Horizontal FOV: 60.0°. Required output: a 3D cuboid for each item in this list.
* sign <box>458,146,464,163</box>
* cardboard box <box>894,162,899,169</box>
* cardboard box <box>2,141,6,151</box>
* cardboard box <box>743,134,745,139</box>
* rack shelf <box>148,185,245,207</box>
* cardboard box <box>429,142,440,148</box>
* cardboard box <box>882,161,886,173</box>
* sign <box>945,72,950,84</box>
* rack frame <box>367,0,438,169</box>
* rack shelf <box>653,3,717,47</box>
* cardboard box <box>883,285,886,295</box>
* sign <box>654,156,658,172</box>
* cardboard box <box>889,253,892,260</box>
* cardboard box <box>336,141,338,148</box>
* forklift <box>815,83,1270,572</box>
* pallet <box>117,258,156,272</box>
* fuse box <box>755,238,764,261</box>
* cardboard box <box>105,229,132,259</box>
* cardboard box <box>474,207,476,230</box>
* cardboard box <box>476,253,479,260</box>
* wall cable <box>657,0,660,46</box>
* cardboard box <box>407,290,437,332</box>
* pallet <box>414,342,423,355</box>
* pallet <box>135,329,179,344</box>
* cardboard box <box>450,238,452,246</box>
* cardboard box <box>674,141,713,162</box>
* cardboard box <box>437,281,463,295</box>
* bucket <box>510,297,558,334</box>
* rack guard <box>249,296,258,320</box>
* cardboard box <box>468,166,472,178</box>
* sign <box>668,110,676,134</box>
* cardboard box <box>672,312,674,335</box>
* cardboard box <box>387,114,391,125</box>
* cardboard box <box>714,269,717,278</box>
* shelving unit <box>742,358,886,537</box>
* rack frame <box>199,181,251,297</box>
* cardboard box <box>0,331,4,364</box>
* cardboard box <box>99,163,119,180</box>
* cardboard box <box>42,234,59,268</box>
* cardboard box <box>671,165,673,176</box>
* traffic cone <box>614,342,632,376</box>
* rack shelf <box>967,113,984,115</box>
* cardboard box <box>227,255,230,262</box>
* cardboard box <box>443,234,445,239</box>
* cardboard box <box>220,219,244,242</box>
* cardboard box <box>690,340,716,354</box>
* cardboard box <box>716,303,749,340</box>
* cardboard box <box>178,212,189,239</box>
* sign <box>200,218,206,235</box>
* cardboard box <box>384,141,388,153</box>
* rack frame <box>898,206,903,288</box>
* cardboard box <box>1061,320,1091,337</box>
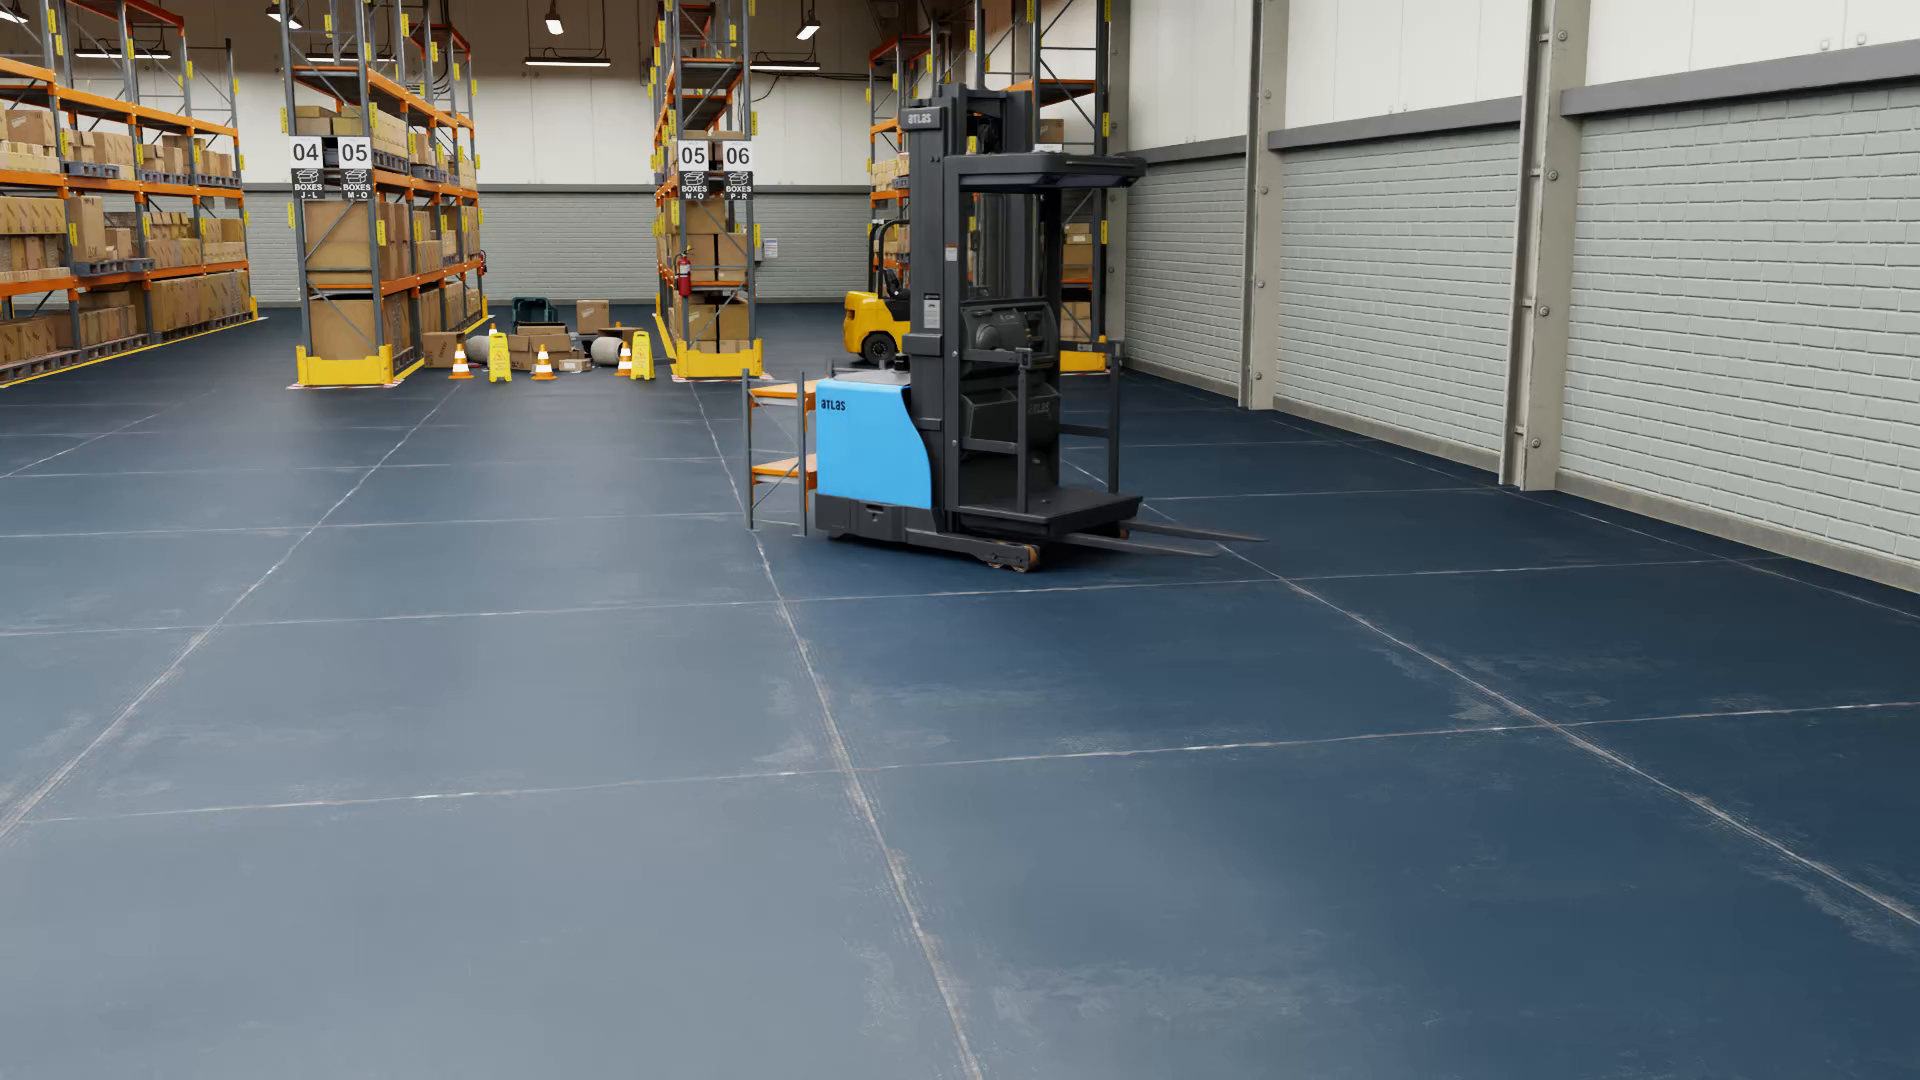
[{"bbox_3d":[-9.973,-7.711,33.230,0.100,0.325,0.005,-2,11,-11],"label":"sign"},{"bbox_3d":[-1.185,-7.830,34.776,0.380,0.149,0.250,-2,11,-9],"label":"cardboard box"},{"bbox_3d":[-13.208,-5.345,22.570,0.380,0.149,0.250,-2,11,-12],"label":"cardboard box"},{"bbox_3d":[-3.245,-5.724,23.764,0.380,0.149,0.250,-2,11,-11],"label":"cardboard box"},{"bbox_3d":[-15.791,-7.094,34.350,1.077,0.370,4.000,-2,11,-11],"label":"rack shelf"},{"bbox_3d":[-9.647,-7.113,30.210,0.396,0.266,0.258,-2,11,-11],"label":"cardboard box"},{"bbox_3d":[-1.450,-8.305,37.055,0.500,0.250,0.500,-2,11,-9],"label":"cardboard box"},{"bbox_3d":[-0.270,-9.654,34.930,0.100,0.325,0.005,-2,11,-11],"label":"sign"},{"bbox_3d":[-9.739,-7.983,29.071,1.000,3.000,0.127,-2,11,-11],"label":"rack frame"},{"bbox_3d":[-5.292,-9.827,31.798,1.077,0.370,4.000,-2,11,-11],"label":"rack shelf"},{"bbox_3d":[-1.437,-5.587,38.091,0.700,0.500,0.500,-2,11,-9],"label":"cardboard box"},{"bbox_3d":[-6.225,-7.714,34.085,0.100,0.325,0.005,-2,11,-11],"label":"sign"},{"bbox_3d":[-1.370,-6.264,36.755,0.380,0.149,0.250,-2,11,-12],"label":"cardboard box"},{"bbox_3d":[-8.827,-5.456,23.097,0.380,0.149,0.250,-2,11,-11],"label":"cardboard box"},{"bbox_3d":[0.486,-1.353,10.466,3.031,2.935,1.130,9,14,38],"label":"forklift"},{"bbox_3d":[-14.381,-4.653,28.133,1.213,0.211,1.003,-2,11,-11],"label":"pallet"},{"bbox_3d":[-5.490,-7.152,44.194,0.539,1.711,0.414,-2,11,-11],"label":"fuse box"},{"bbox_3d":[-14.273,-4.933,27.701,0.700,0.500,0.500,0,11,-3],"label":"cardboard box"},{"bbox_3d":[-10.863,-7.022,36.328,0.500,0.500,0.500,-3,11,-13],"label":"cardboard box"},{"bbox_3d":[-10.954,-6.330,37.104,0.380,0.149,0.250,-2,11,-11],"label":"cardboard box"},{"bbox_3d":[-8.869,-13.885,42.430,2.355,3.000,0.029,-2,11,-11],"label":"wall cable"},{"bbox_3d":[-9.535,-3.862,28.357,1.050,0.750,0.750,-2,11,-10],"label":"cardboard box"},{"bbox_3d":[-9.185,-3.071,26.767,1.003,0.211,1.213,-2,11,-11],"label":"pallet"},{"bbox_3d":[-14.703,-3.651,29.816,1.003,0.211,1.213,-2,11,-11],"label":"pallet"},{"bbox_3d":[-10.090,-5.789,32.341,0.380,0.149,0.250,-2,11,-13],"label":"cardboard box"},{"bbox_3d":[-3.711,-5.397,23.113,0.500,0.250,0.500,-2,11,-12],"label":"cardboard box"},{"bbox_3d":[-10.124,-4.989,32.941,0.500,0.250,0.500,-2,11,-13],"label":"cardboard box"},{"bbox_3d":[-6.673,-3.500,26.251,0.726,0.611,0.620,2,1,9],"label":"bucket"},{"bbox_3d":[-16.184,-5.118,36.747,1.175,0.500,0.348,-2,11,-11],"label":"rack guard"},{"bbox_3d":[-10.758,-7.885,35.645,0.500,0.250,0.500,-2,11,-10],"label":"cardboard box"},{"bbox_3d":[-3.895,-5.659,22.516,0.100,0.325,0.005,-2,11,-11],"label":"sign"},{"bbox_3d":[-4.510,-3.771,28.893,0.950,0.372,0.625,-2,11,-9],"label":"cardboard box"},{"bbox_3d":[-8.232,-5.919,23.397,0.380,0.149,0.250,-2,11,-10],"label":"cardboard box"},{"bbox_3d":[-3.443,-3.952,24.607,0.380,0.149,0.250,-2,11,-9],"label":"cardboard box"},{"bbox_3d":[-1.009,-0.678,11.752,0.538,1.125,1.048,6,12,29],"label":"shelving unit"},{"bbox_3d":[-16.180,-6.341,36.490,1.000,3.000,0.127,-2,11,-11],"label":"rack frame"},{"bbox_3d":[-13.323,-2.609,22.441,0.500,0.500,0.500,1,11,4],"label":"cardboard box"},{"bbox_3d":[-14.086,-6.013,27.144,0.500,0.250,0.500,-2,11,-9],"label":"cardboard box"},{"bbox_3d":[-13.819,-4.251,24.444,0.875,0.500,0.500,-2,11,-11],"label":"cardboard box"},{"bbox_3d":[-4.140,-5.545,24.957,0.380,0.149,0.250,-2,11,-12],"label":"cardboard box"},{"bbox_3d":[-4.696,-2.553,23.371,0.336,0.463,0.334,-2,11,-11],"label":"traffic cone"},{"bbox_3d":[0.354,-7.446,29.243,1.077,0.370,4.000,-2,11,-11],"label":"rack shelf"},{"bbox_3d":[-15.490,-5.884,34.760,0.380,0.149,0.250,-2,11,-10],"label":"cardboard box"},{"bbox_3d":[-9.842,-5.695,31.054,0.380,0.149,0.250,-2,11,-8],"label":"cardboard box"},{"bbox_3d":[-15.827,-6.702,35.987,0.500,0.500,0.500,-2,11,-10],"label":"cardboard box"},{"bbox_3d":[-3.773,-2.765,23.934,0.500,0.250,0.500,-2,11,-11],"label":"cardboard box"},{"bbox_3d":[-3.238,-3.153,23.967,0.500,0.500,0.500,-3,11,-13],"label":"cardboard box"},{"bbox_3d":[-15.269,-6.033,31.919,0.797,0.503,0.637,-2,11,-12],"label":"cardboard box"},{"bbox_3d":[-14.871,-6.159,32.648,0.100,0.325,0.005,-2,11,-11],"label":"sign"},{"bbox_3d":[-8.132,-5.434,22.982,0.380,0.149,0.250,-2,11,-11],"label":"cardboard box"},{"bbox_3d":[-0.813,-6.149,35.481,1.000,3.000,0.127,-2,11,-11],"label":"rack frame"},{"bbox_3d":[1.633,-3.143,24.582,0.500,0.250,0.500,-2,11,-10],"label":"cardboard box"}]
